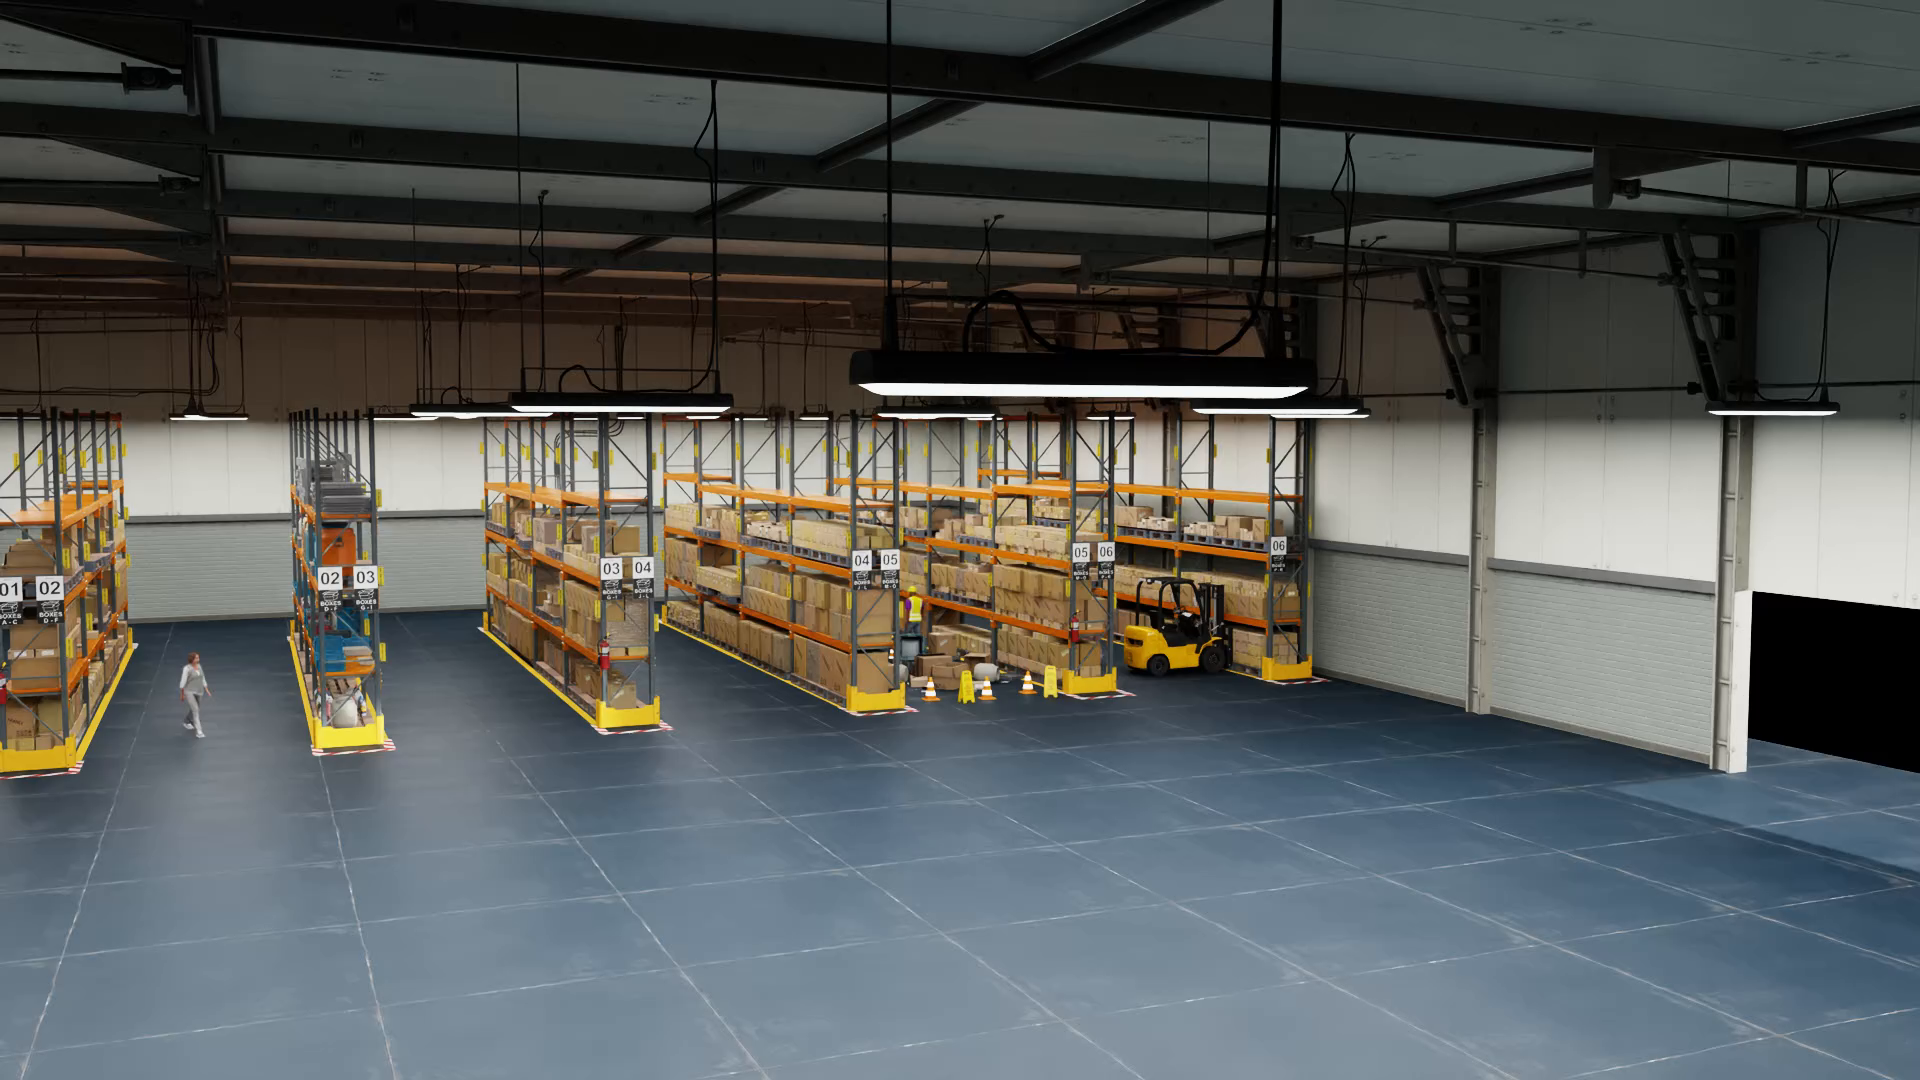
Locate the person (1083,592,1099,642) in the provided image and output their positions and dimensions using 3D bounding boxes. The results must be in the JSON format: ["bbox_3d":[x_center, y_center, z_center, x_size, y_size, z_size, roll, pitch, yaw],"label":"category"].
[{"bbox_3d":[3.215,2.058,39.915,0.449,1.586,0.538,-2,5,-28],"label":"person"}]

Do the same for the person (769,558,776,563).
[{"bbox_3d":[-5.561,1.396,49.315,0.674,1.787,0.439,-1,4,-17],"label":"person"}]

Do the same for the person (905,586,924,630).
[{"bbox_3d":[-1.121,2.030,40.532,0.605,1.807,0.580,-3,5,-35],"label":"person"}]
